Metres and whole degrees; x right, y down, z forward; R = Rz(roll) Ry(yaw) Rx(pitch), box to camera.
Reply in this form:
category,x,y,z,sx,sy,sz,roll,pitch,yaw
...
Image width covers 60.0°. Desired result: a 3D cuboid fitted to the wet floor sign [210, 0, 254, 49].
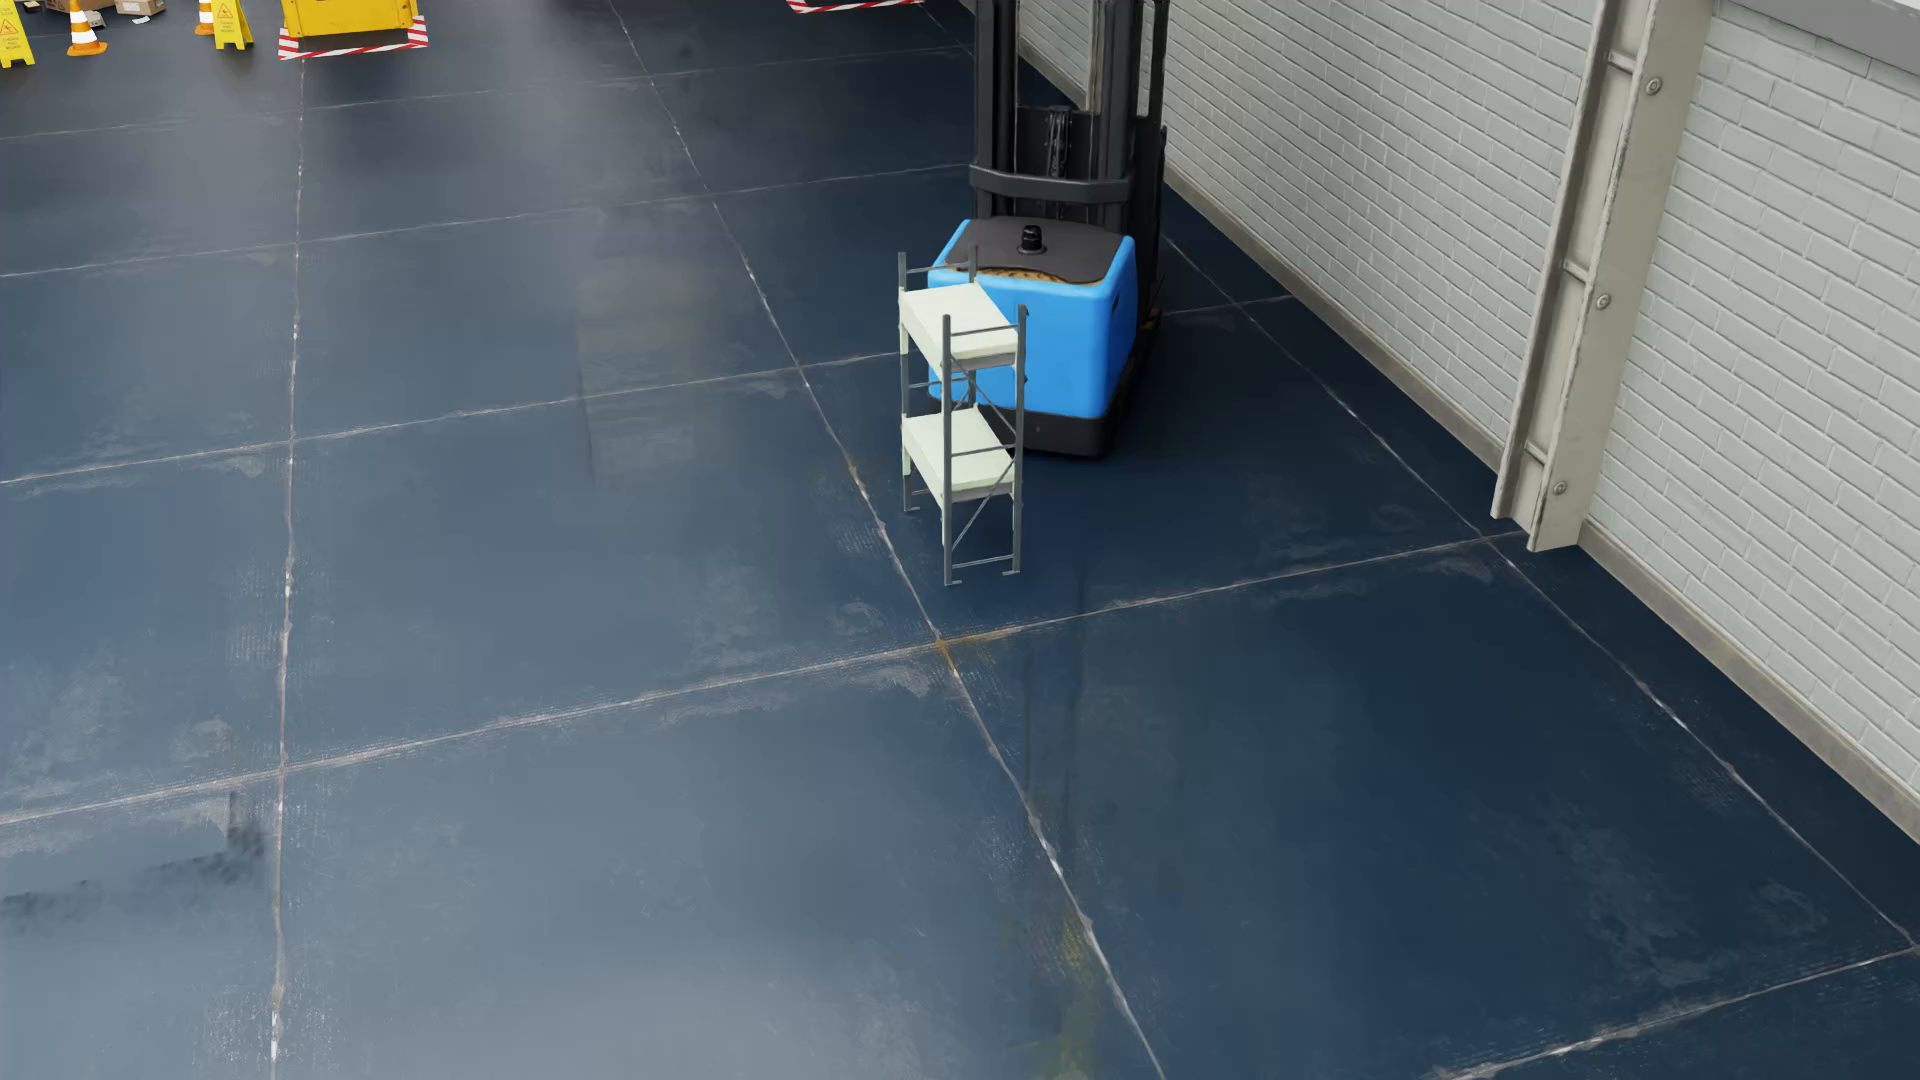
category,x,y,z,sx,sy,sz,roll,pitch,yaw
wet floor sign,-6.933,-5.000,15.731,0.267,0.644,0.232,1,33,2

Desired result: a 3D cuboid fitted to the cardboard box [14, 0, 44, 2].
category,x,y,z,sx,sy,sz,roll,pitch,yaw
cardboard box,-9.597,-5.743,17.200,0.396,0.266,0.258,-4,34,-6

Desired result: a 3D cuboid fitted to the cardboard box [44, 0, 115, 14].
category,x,y,z,sx,sy,sz,roll,pitch,yaw
cardboard box,-8.918,-5.717,16.945,0.637,0.503,0.797,19,38,26

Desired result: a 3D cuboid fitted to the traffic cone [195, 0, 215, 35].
category,x,y,z,sx,sy,sz,roll,pitch,yaw
traffic cone,-7.331,-5.212,16.218,0.336,0.463,0.334,-10,35,-15

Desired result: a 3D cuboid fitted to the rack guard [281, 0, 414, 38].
category,x,y,z,sx,sy,sz,roll,pitch,yaw
rack guard,-5.995,-5.259,16.255,1.175,0.500,0.348,-10,35,-15

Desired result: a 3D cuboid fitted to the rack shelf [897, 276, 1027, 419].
category,x,y,z,sx,sy,sz,roll,pitch,yaw
rack shelf,0.002,-0.948,8.116,0.431,0.370,0.720,-10,35,-15

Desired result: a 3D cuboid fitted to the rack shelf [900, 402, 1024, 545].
category,x,y,z,sx,sy,sz,roll,pitch,yaw
rack shelf,0.002,-0.350,8.511,0.431,0.370,0.720,-10,35,-15

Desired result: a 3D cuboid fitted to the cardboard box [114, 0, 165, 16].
category,x,y,z,sx,sy,sz,roll,pitch,yaw
cardboard box,-8.295,-5.421,16.818,0.380,0.149,0.250,7,34,10

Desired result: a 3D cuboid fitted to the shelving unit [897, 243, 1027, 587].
category,x,y,z,sx,sy,sz,roll,pitch,yaw
shelving unit,0.002,-0.622,8.331,0.431,1.500,0.755,-10,35,-15

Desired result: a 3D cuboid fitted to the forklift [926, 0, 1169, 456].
category,x,y,z,sx,sy,sz,roll,pitch,yaw
forklift,0.683,-2.499,9.874,1.130,2.935,3.031,8,34,12

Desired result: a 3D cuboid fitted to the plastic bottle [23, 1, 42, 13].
category,x,y,z,sx,sy,sz,roll,pitch,yaw
plastic bottle,-9.441,-5.426,16.907,0.133,0.061,0.283,-23,40,-31

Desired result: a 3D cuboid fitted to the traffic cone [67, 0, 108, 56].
category,x,y,z,sx,sy,sz,roll,pitch,yaw
traffic cone,-8.285,-4.847,15.666,0.336,0.463,0.334,-10,35,-15

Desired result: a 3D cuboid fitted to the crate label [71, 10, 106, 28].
category,x,y,z,sx,sy,sz,roll,pitch,yaw
crate label,-8.583,-5.114,16.364,0.298,0.136,0.250,27,42,34

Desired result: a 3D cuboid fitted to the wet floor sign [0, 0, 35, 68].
category,x,y,z,sx,sy,sz,roll,pitch,yaw
wet floor sign,-8.760,-4.712,15.295,0.267,0.644,0.232,-16,37,-23

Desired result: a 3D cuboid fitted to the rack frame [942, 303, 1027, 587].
category,x,y,z,sx,sy,sz,roll,pitch,yaw
rack frame,0.114,-0.430,8.040,0.400,1.500,0.023,-10,35,-15

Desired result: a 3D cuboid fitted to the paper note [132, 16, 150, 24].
category,x,y,z,sx,sy,sz,roll,pitch,yaw
paper note,-8.155,-5.185,16.569,0.148,0.019,0.142,-23,40,-31

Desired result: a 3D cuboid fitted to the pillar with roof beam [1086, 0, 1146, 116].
category,x,y,z,sx,sy,sz,roll,pitch,yaw
pillar with roof beam,-2.869,-6.244,10.038,9.100,9.000,0.400,-10,35,-15

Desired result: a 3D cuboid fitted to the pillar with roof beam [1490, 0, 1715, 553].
category,x,y,z,sx,sy,sz,roll,pitch,yaw
pillar with roof beam,-1.039,-3.094,5.270,9.100,9.000,0.400,-10,35,-15

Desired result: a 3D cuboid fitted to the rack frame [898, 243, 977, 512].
category,x,y,z,sx,sy,sz,roll,pitch,yaw
rack frame,-0.110,-0.814,8.622,0.400,1.500,0.023,-10,35,-15
